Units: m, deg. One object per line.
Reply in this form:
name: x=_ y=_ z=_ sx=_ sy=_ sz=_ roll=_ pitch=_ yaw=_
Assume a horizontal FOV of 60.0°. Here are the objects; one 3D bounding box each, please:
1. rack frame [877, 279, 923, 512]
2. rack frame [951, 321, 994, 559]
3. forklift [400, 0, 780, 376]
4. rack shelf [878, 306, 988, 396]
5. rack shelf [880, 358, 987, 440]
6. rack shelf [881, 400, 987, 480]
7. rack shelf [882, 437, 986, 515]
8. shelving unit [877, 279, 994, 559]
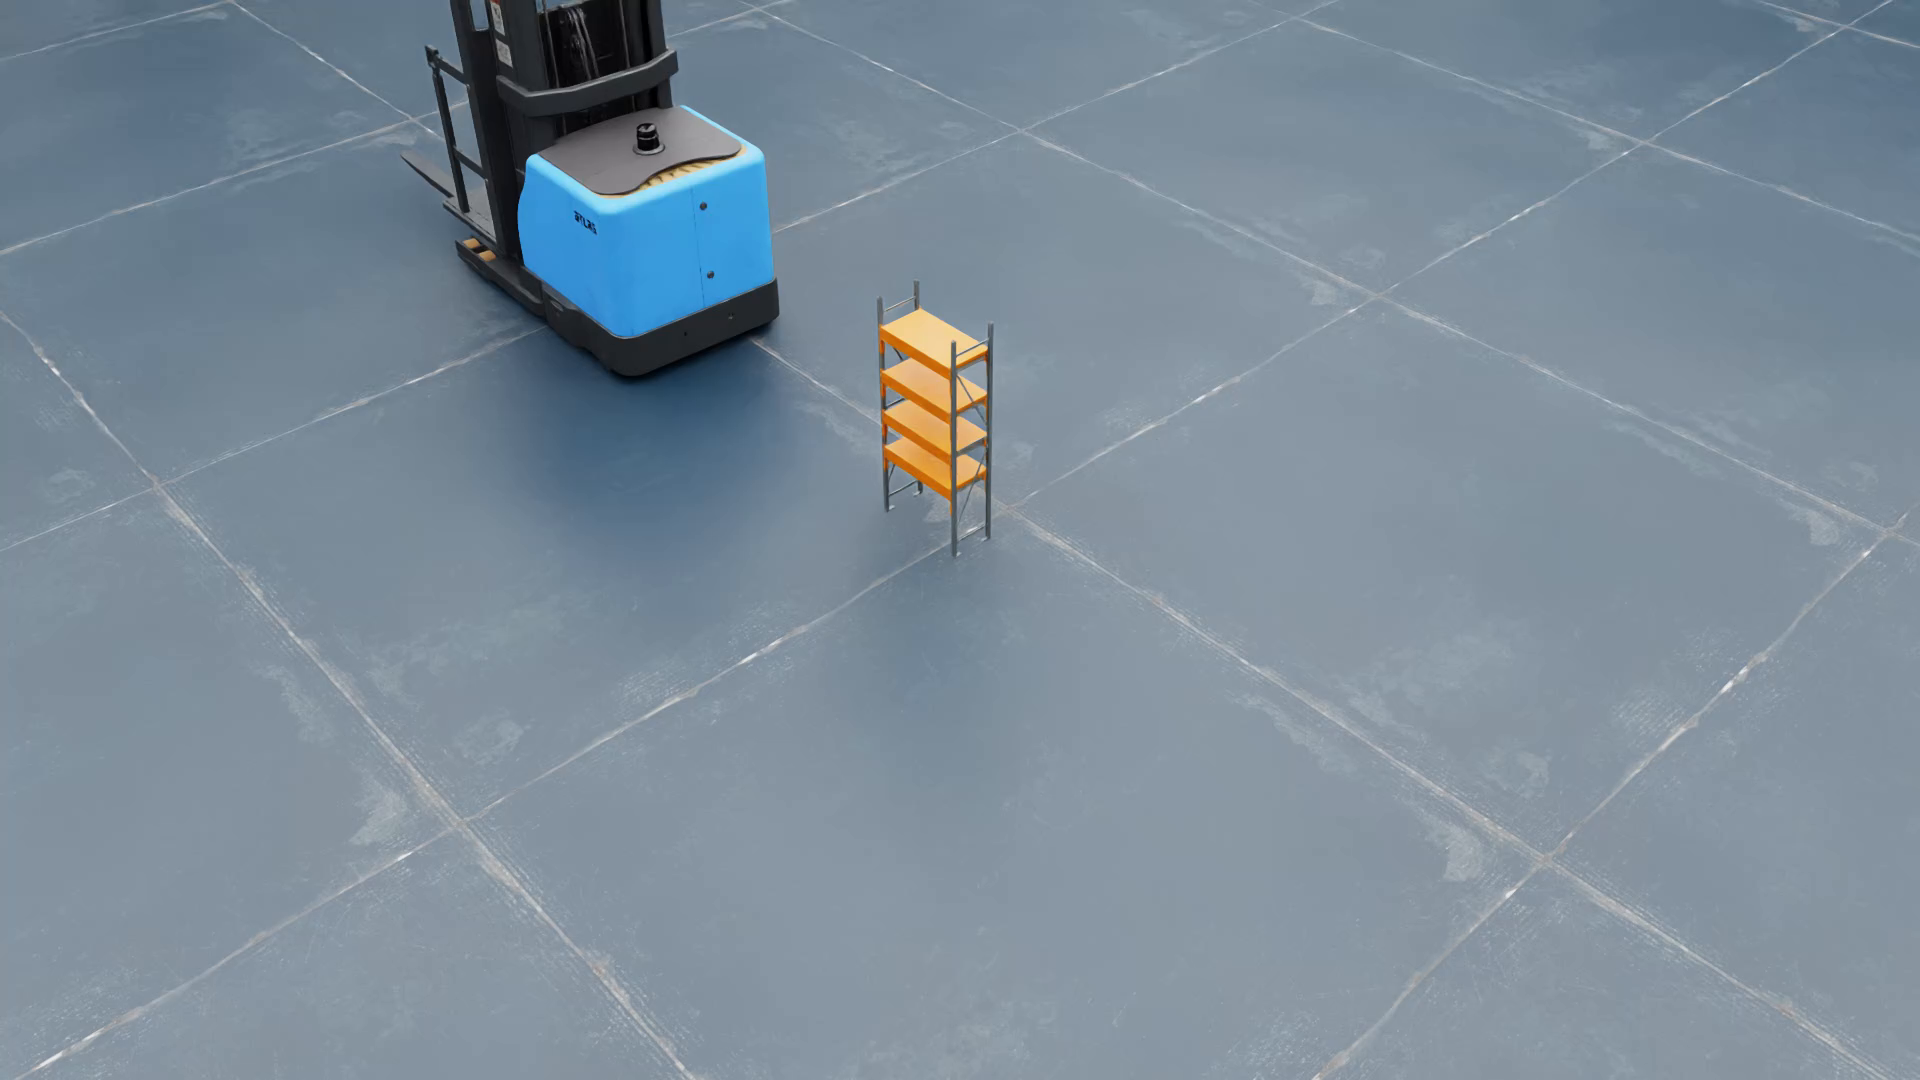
rack frame: x=-0.277 y=-0.656 z=7.816 sx=0.240 sy=1.200 sz=0.015 roll=-30 pitch=48 yaw=-32
rack frame: x=0.053 y=-0.430 z=7.536 sx=0.240 sy=1.200 sz=0.015 roll=-30 pitch=48 yaw=-32
forklift: x=-2.363 y=-2.872 z=9.181 sx=1.130 sy=2.935 sz=3.031 roll=-28 pitch=47 yaw=-30
rack shelf: x=-0.112 y=-0.849 z=7.429 sx=0.258 sy=0.148 sz=0.480 roll=-30 pitch=48 yaw=-32
rack shelf: x=-0.112 y=-0.665 z=7.577 sx=0.258 sy=0.148 sz=0.480 roll=-30 pitch=48 yaw=-32
rack shelf: x=-0.112 y=-0.491 z=7.718 sx=0.258 sy=0.148 sz=0.480 roll=-30 pitch=48 yaw=-32
rack shelf: x=-0.112 y=-0.337 z=7.843 sx=0.258 sy=0.148 sz=0.480 roll=-30 pitch=48 yaw=-32
shelving unit: x=-0.112 y=-0.543 z=7.676 sx=0.258 sy=1.200 sz=0.503 roll=-30 pitch=48 yaw=-32
